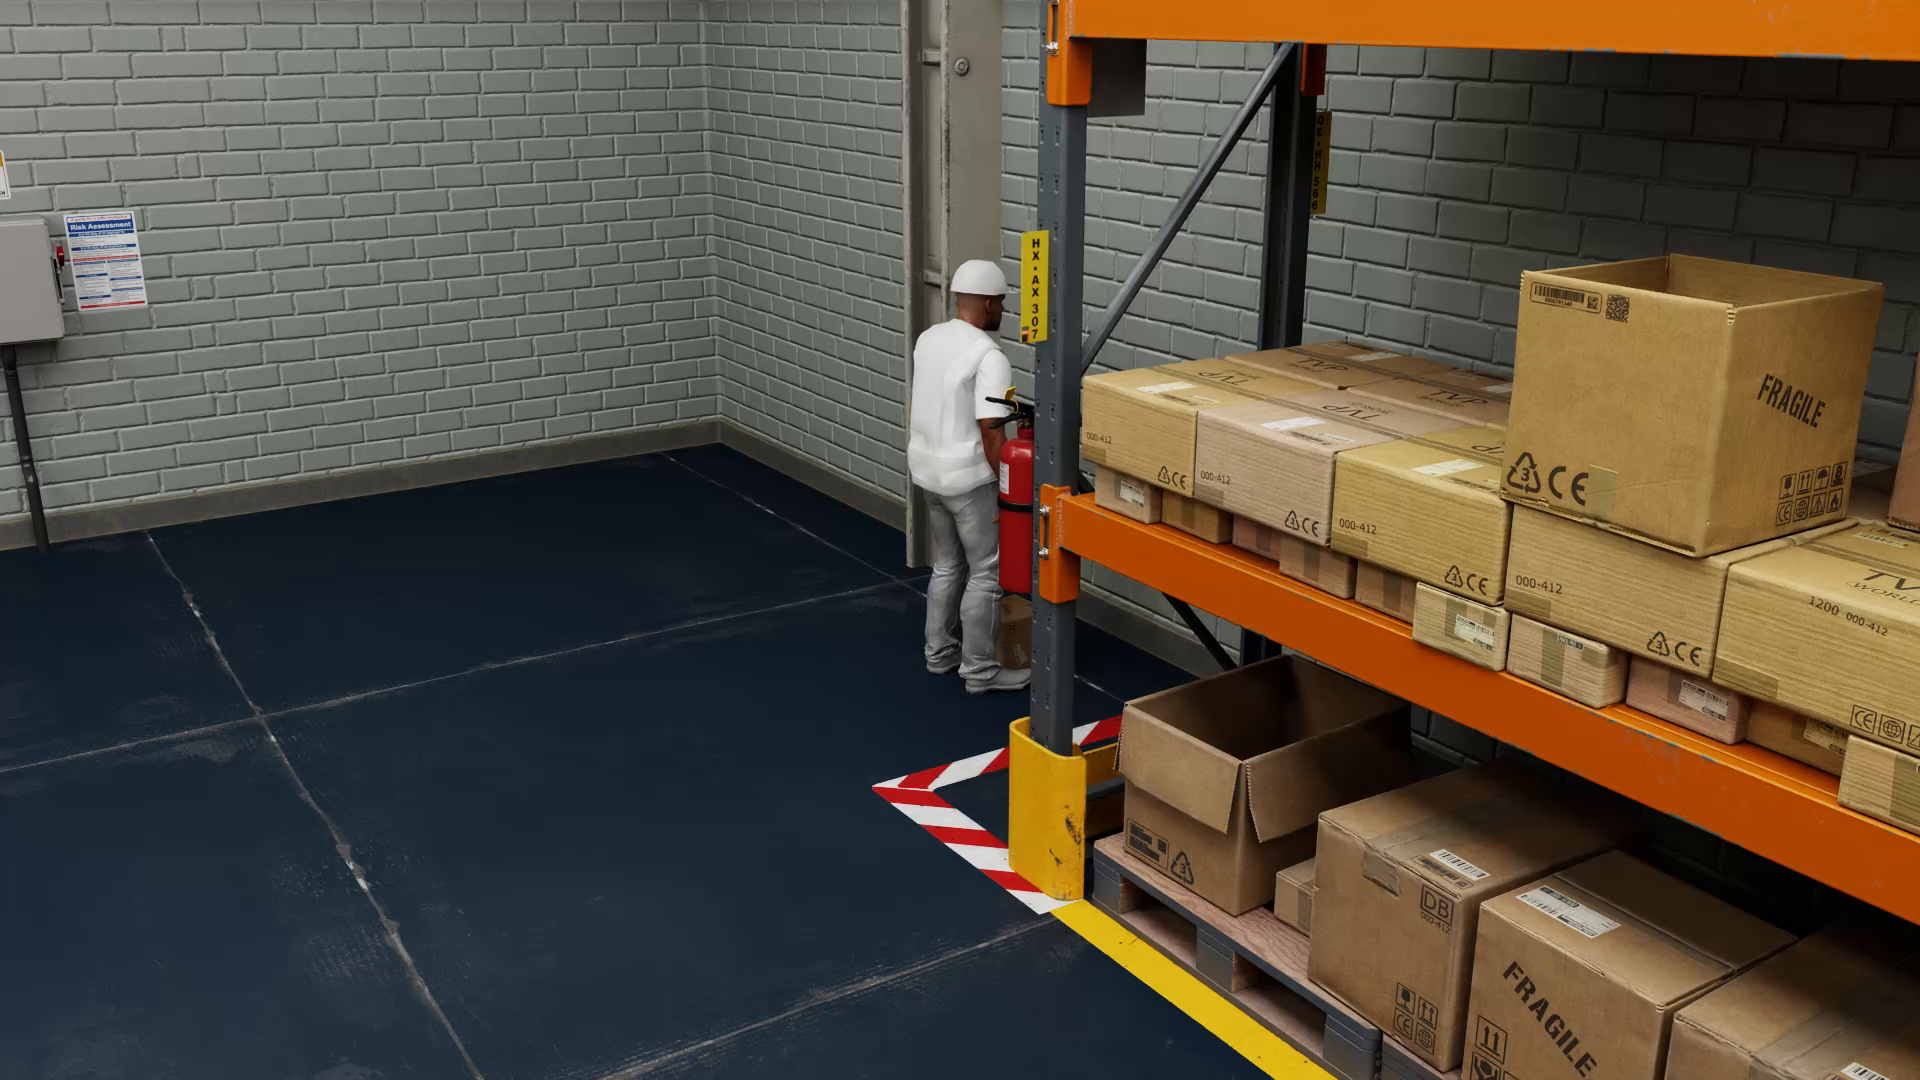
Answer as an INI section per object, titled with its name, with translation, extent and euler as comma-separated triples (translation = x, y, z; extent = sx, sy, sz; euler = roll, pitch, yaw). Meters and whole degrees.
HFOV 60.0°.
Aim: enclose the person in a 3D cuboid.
[person]
translation = 0.038, -0.264, 6.838
extent = 0.458, 1.761, 0.626
euler = -11, 21, -32
